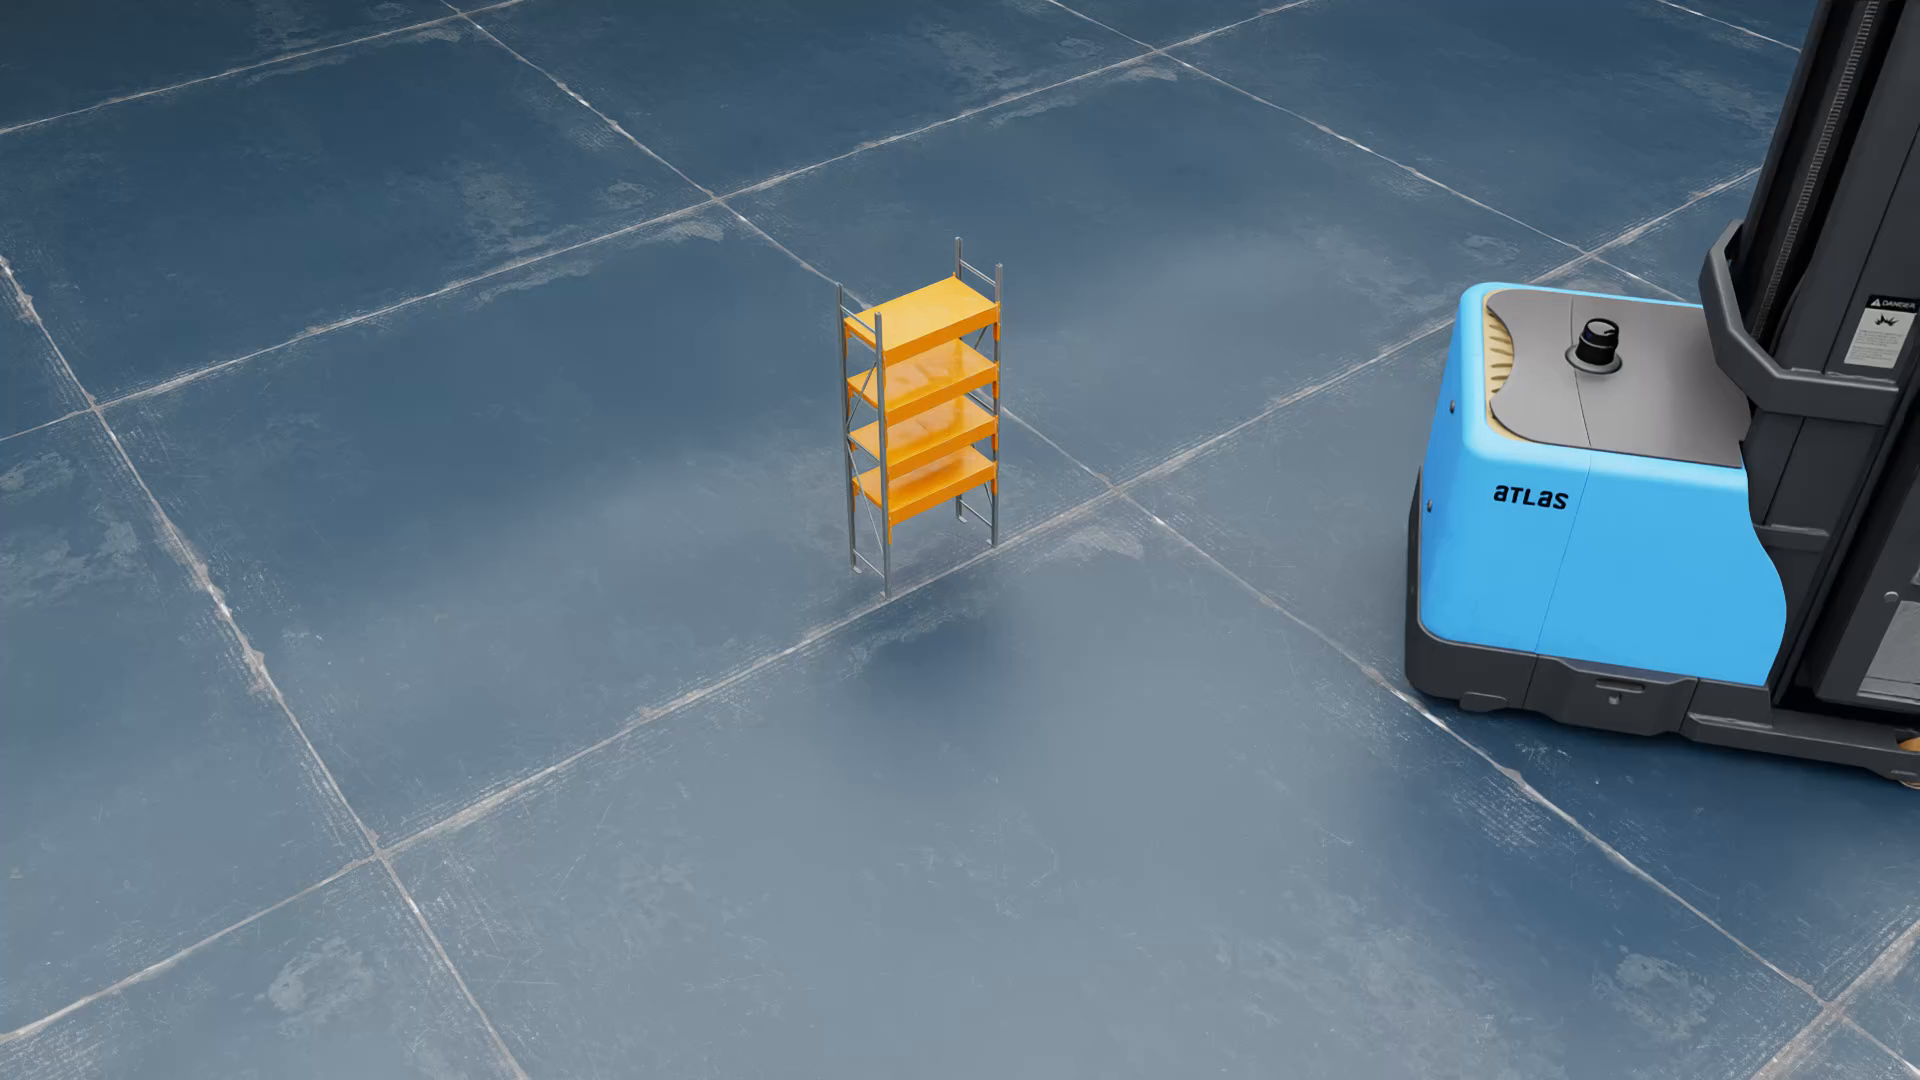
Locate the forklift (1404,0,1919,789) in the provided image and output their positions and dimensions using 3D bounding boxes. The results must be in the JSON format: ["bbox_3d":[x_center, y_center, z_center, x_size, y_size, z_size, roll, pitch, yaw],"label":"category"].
[{"bbox_3d":[3.068,-0.687,4.777,3.031,2.935,1.130,8,40,10],"label":"forklift"}]

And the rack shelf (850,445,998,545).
[{"bbox_3d":[-0.131,-0.194,5.960,0.480,0.148,0.258,-26,46,-28],"label":"rack shelf"}]

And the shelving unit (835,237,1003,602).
[{"bbox_3d":[-0.131,-0.400,5.791,0.503,1.200,0.258,-26,46,-28],"label":"shelving unit"}]

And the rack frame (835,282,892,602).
[{"bbox_3d":[-0.325,-0.306,5.677,0.015,1.200,0.240,-26,46,-28],"label":"rack frame"}]

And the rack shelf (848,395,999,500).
[{"bbox_3d":[-0.131,-0.348,5.834,0.480,0.148,0.258,-26,46,-28],"label":"rack shelf"}]

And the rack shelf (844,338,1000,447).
[{"bbox_3d":[-0.131,-0.521,5.692,0.480,0.148,0.258,-26,46,-28],"label":"rack shelf"}]

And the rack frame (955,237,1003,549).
[{"bbox_3d":[0.062,-0.494,5.906,0.015,1.200,0.240,-26,46,-28],"label":"rack frame"}]

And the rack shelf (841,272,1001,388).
[{"bbox_3d":[-0.131,-0.704,5.542,0.480,0.148,0.258,-26,46,-28],"label":"rack shelf"}]
